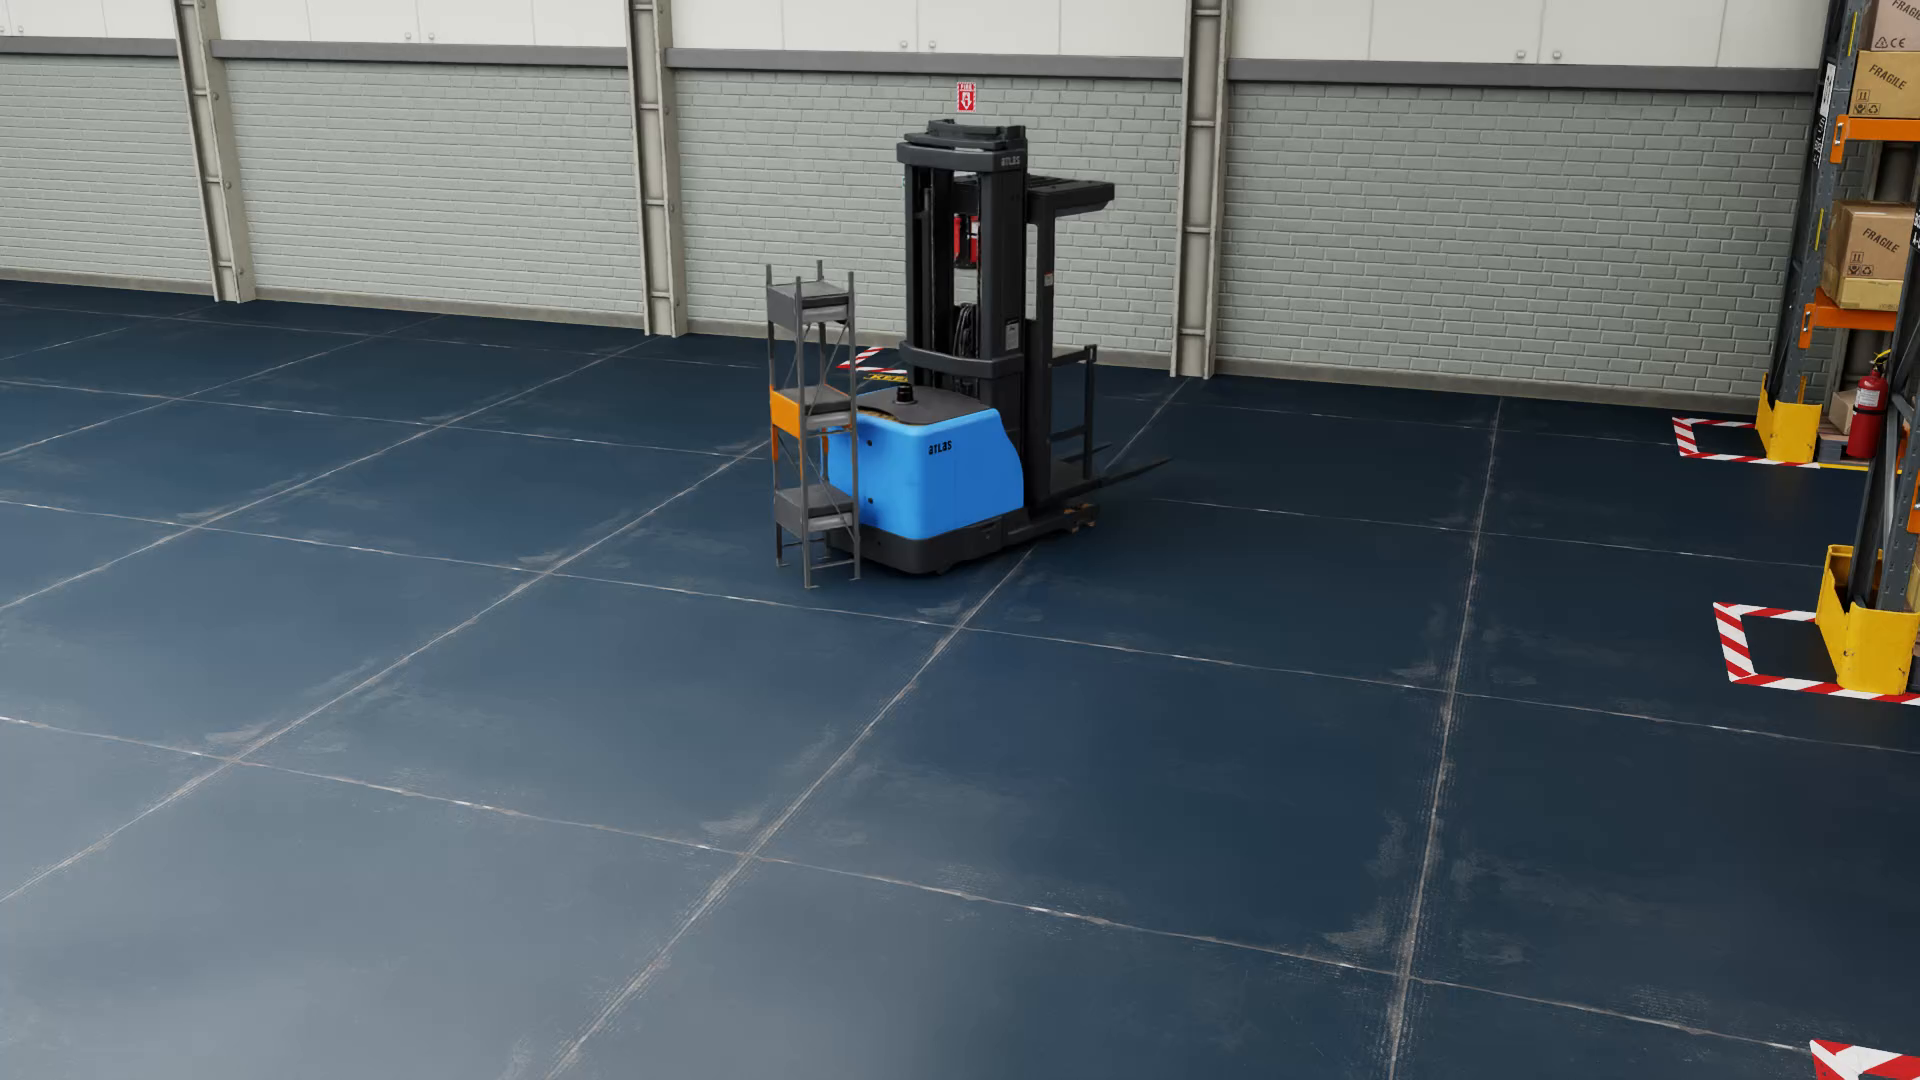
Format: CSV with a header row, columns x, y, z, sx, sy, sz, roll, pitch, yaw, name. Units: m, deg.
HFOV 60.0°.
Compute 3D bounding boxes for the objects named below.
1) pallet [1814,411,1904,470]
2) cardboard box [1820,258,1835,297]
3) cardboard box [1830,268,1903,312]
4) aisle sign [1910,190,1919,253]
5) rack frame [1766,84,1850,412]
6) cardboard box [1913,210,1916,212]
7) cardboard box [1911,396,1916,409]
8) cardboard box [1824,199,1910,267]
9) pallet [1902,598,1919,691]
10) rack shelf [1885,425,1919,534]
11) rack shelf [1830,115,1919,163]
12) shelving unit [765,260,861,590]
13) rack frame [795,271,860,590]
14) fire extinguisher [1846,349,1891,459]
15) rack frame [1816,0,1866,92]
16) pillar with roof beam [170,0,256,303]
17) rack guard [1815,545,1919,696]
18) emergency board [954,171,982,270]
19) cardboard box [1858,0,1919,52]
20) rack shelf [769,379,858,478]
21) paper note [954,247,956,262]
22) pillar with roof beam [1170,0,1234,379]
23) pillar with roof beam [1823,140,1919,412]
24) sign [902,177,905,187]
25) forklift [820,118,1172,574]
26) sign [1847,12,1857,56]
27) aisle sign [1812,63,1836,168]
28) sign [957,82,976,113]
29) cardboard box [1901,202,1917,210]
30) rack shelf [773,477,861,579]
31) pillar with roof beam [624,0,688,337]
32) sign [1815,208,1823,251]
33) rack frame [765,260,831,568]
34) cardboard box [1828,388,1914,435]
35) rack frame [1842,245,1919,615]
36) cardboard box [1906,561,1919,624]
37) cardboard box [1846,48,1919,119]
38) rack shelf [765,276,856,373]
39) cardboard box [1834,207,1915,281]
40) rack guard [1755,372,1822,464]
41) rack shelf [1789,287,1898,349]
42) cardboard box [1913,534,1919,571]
x,y,z,sx,sy,sz,roll,pitch,yaw,name
7.911,-0.833,14.146,1.213,0.211,1.003,7,20,18,pallet
7.589,-2.205,14.044,0.500,0.250,0.500,7,20,19,cardboard box
7.440,-2.044,13.581,0.500,0.250,0.500,6,20,16,cardboard box
5.496,-2.042,9.429,0.004,0.787,0.394,7,20,18,aisle sign
7.083,-2.257,13.994,0.127,3.000,1.000,7,20,18,rack frame
7.899,-2.348,13.314,0.500,0.500,0.500,7,20,18,cardboard box
8.246,-1.031,13.893,0.500,0.311,0.500,8,21,23,cardboard box
7.598,-2.565,13.936,0.500,0.500,0.500,6,20,17,cardboard box
6.197,0.670,9.834,1.213,0.211,1.003,7,20,18,pallet
7.350,-0.161,9.073,4.000,0.370,1.077,7,20,18,rack shelf
8.973,-3.118,12.999,4.000,0.370,1.077,7,20,18,rack shelf
-0.974,-0.763,11.071,0.431,2.100,0.503,-10,21,-27,shelving unit
-0.857,-0.693,10.868,0.400,2.100,0.015,-10,21,-27,rack frame
5.502,-0.837,10.038,0.183,0.674,0.296,7,20,18,fire extinguisher
7.083,-5.090,13.007,0.127,3.000,1.000,7,20,18,rack frame
-10.387,-5.889,15.299,0.400,9.000,9.100,7,20,18,pillar with roof beam
5.439,0.461,9.993,0.348,0.500,1.175,7,20,18,rack guard
0.039,-3.377,17.208,0.643,1.169,0.194,7,20,18,emergency board
7.368,-4.085,12.980,0.500,0.500,0.500,5,20,14,cardboard box
-0.974,-0.750,11.075,0.431,0.518,0.480,-10,21,-27,rack shelf
-0.106,-3.002,17.469,0.142,0.148,0.016,7,20,18,paper note
0.948,-4.593,11.581,0.400,9.000,9.100,7,20,18,pillar with roof beam
6.616,-3.945,9.721,0.400,9.000,9.100,7,20,18,pillar with roof beam
-0.448,-3.733,17.369,0.331,0.109,0.001,7,20,18,sign
0.400,-1.550,12.070,1.130,2.935,3.031,18,26,41,forklift
6.905,-3.917,12.873,0.005,0.325,0.100,7,20,18,sign
6.917,-3.399,13.321,0.004,0.787,0.394,7,20,18,aisle sign
0.064,-4.504,16.918,0.199,0.298,0.001,7,20,18,sign
8.071,-2.508,13.771,0.500,0.500,0.500,7,20,19,cardboard box
-0.973,-0.088,11.303,0.431,0.518,0.480,-10,21,-27,rack shelf
-4.720,-5.241,13.440,0.400,9.000,9.100,7,20,18,pillar with roof beam
6.905,-2.497,13.368,0.005,0.325,0.100,7,20,18,sign
-1.090,-0.833,11.273,0.400,2.100,0.015,-10,21,-27,rack frame
7.707,-1.092,14.070,0.500,0.311,0.500,4,20,12,cardboard box
5.461,-0.716,9.574,0.127,3.000,1.000,7,20,18,rack frame
6.065,0.350,10.055,0.500,0.250,0.500,7,20,18,cardboard box
7.317,-3.616,13.154,0.500,0.500,0.500,7,20,19,cardboard box
-0.974,-1.412,10.847,0.431,0.518,0.480,-10,21,-27,rack shelf
7.436,-2.405,13.476,0.500,0.500,0.500,7,20,18,cardboard box
7.155,-1.069,14.382,0.348,0.500,1.175,7,20,18,rack guard
8.973,-1.701,13.493,4.000,0.370,1.077,7,20,18,rack shelf
6.065,-0.005,9.934,0.500,0.500,0.500,7,20,18,cardboard box
